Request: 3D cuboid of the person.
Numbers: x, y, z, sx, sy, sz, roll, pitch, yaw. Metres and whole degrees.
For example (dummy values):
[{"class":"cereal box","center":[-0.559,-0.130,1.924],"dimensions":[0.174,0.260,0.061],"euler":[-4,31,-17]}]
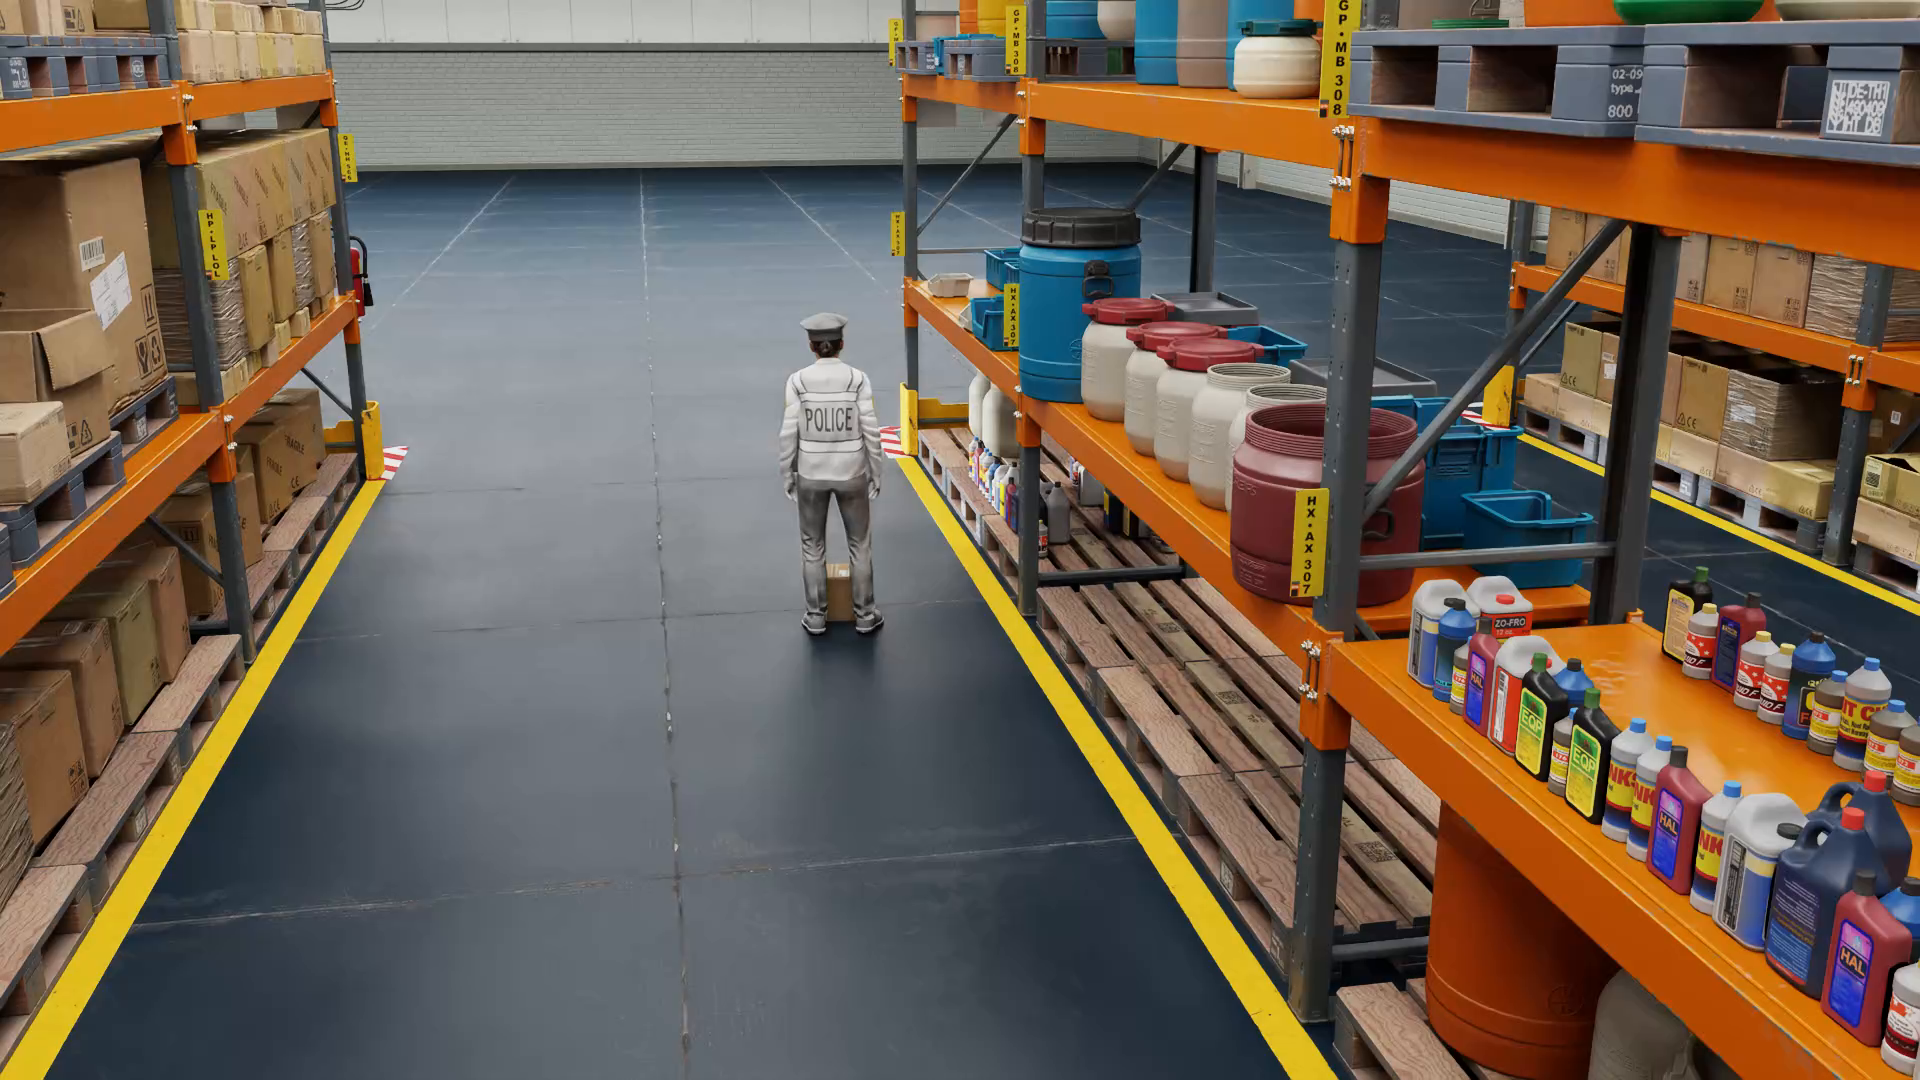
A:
[{"class":"person","center":[-0.664,-0.326,8.631],"dimensions":[0.529,1.663,0.375],"euler":[-1,16,-2]}]
